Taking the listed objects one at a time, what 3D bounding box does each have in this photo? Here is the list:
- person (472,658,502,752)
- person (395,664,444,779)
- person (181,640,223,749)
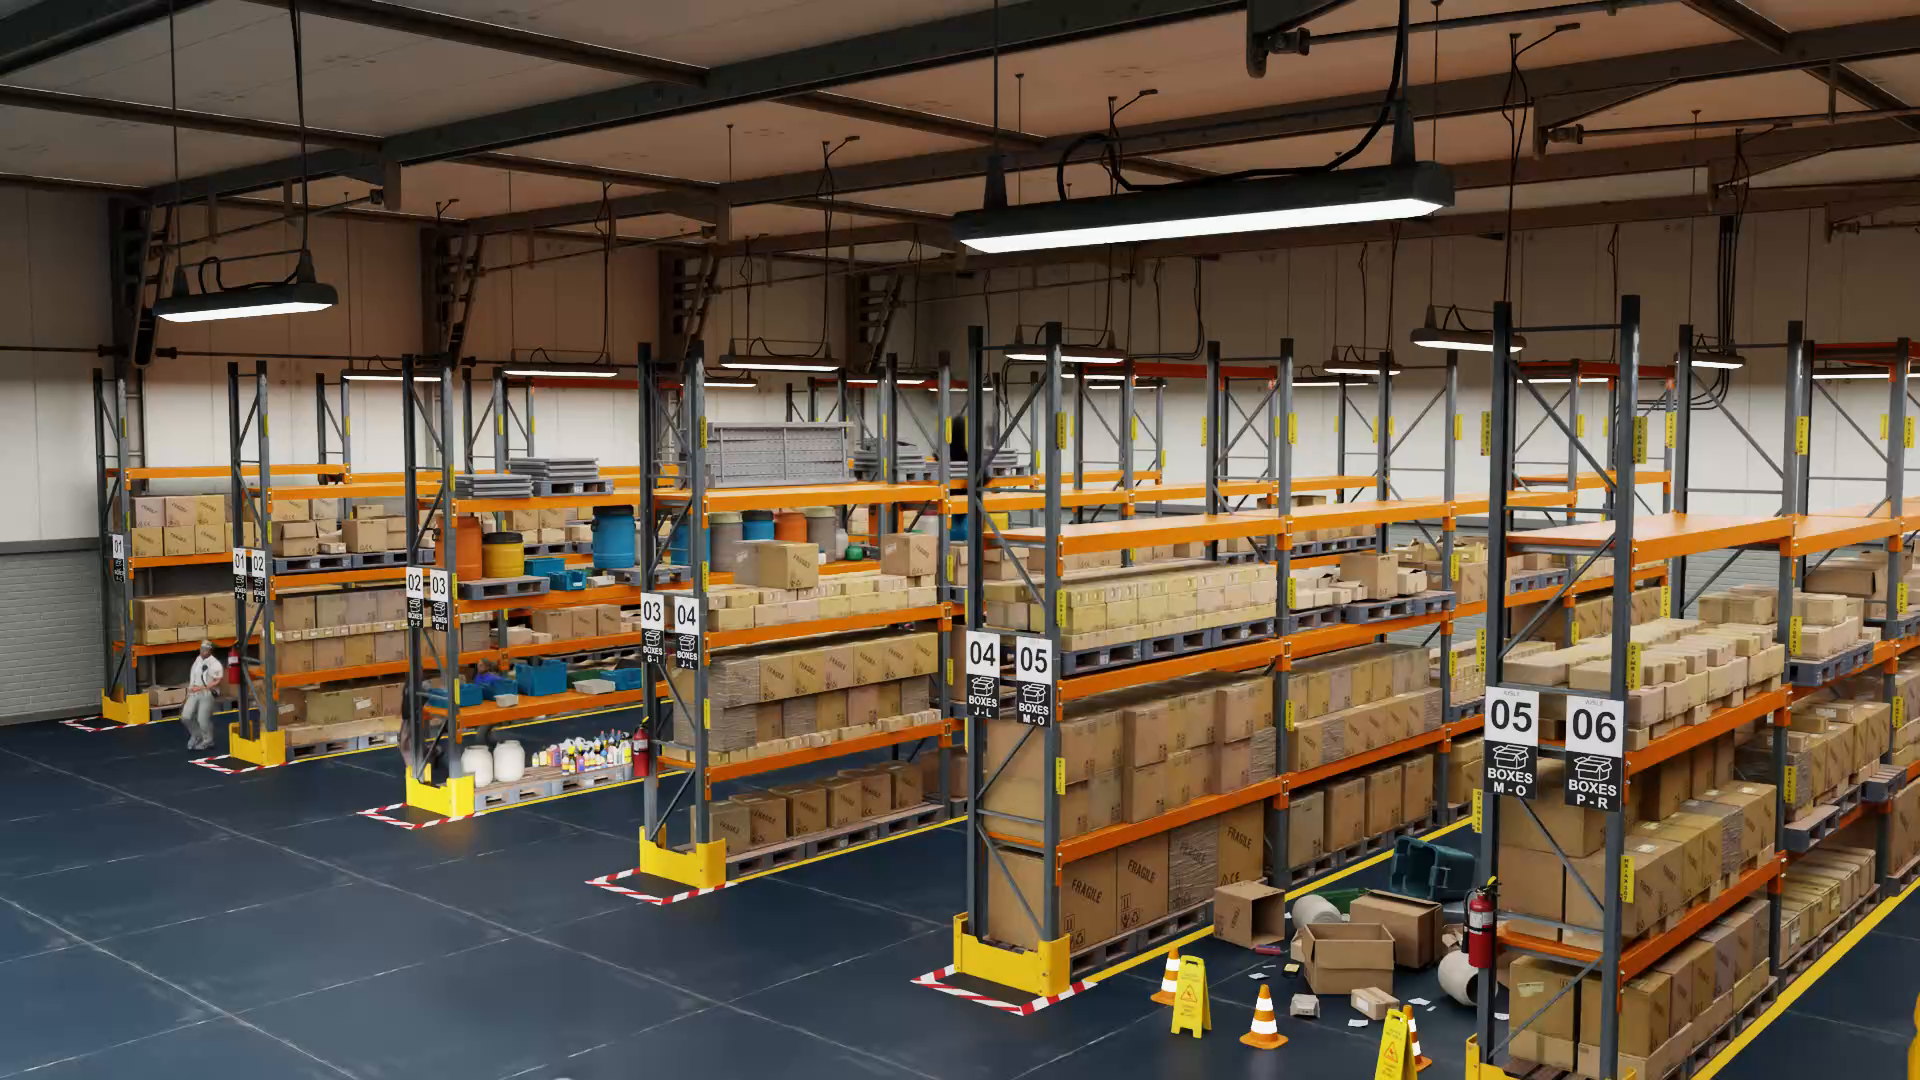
[{"bbox_3d":[-6.879,2.544,24.155,0.577,1.684,0.803,3,5,36],"label":"person"},{"bbox_3d":[-7.756,2.570,23.855,0.688,1.681,0.666,3,5,36],"label":"person"},{"bbox_3d":[-11.762,2.404,25.818,0.691,1.738,0.597,1,4,19],"label":"person"}]
